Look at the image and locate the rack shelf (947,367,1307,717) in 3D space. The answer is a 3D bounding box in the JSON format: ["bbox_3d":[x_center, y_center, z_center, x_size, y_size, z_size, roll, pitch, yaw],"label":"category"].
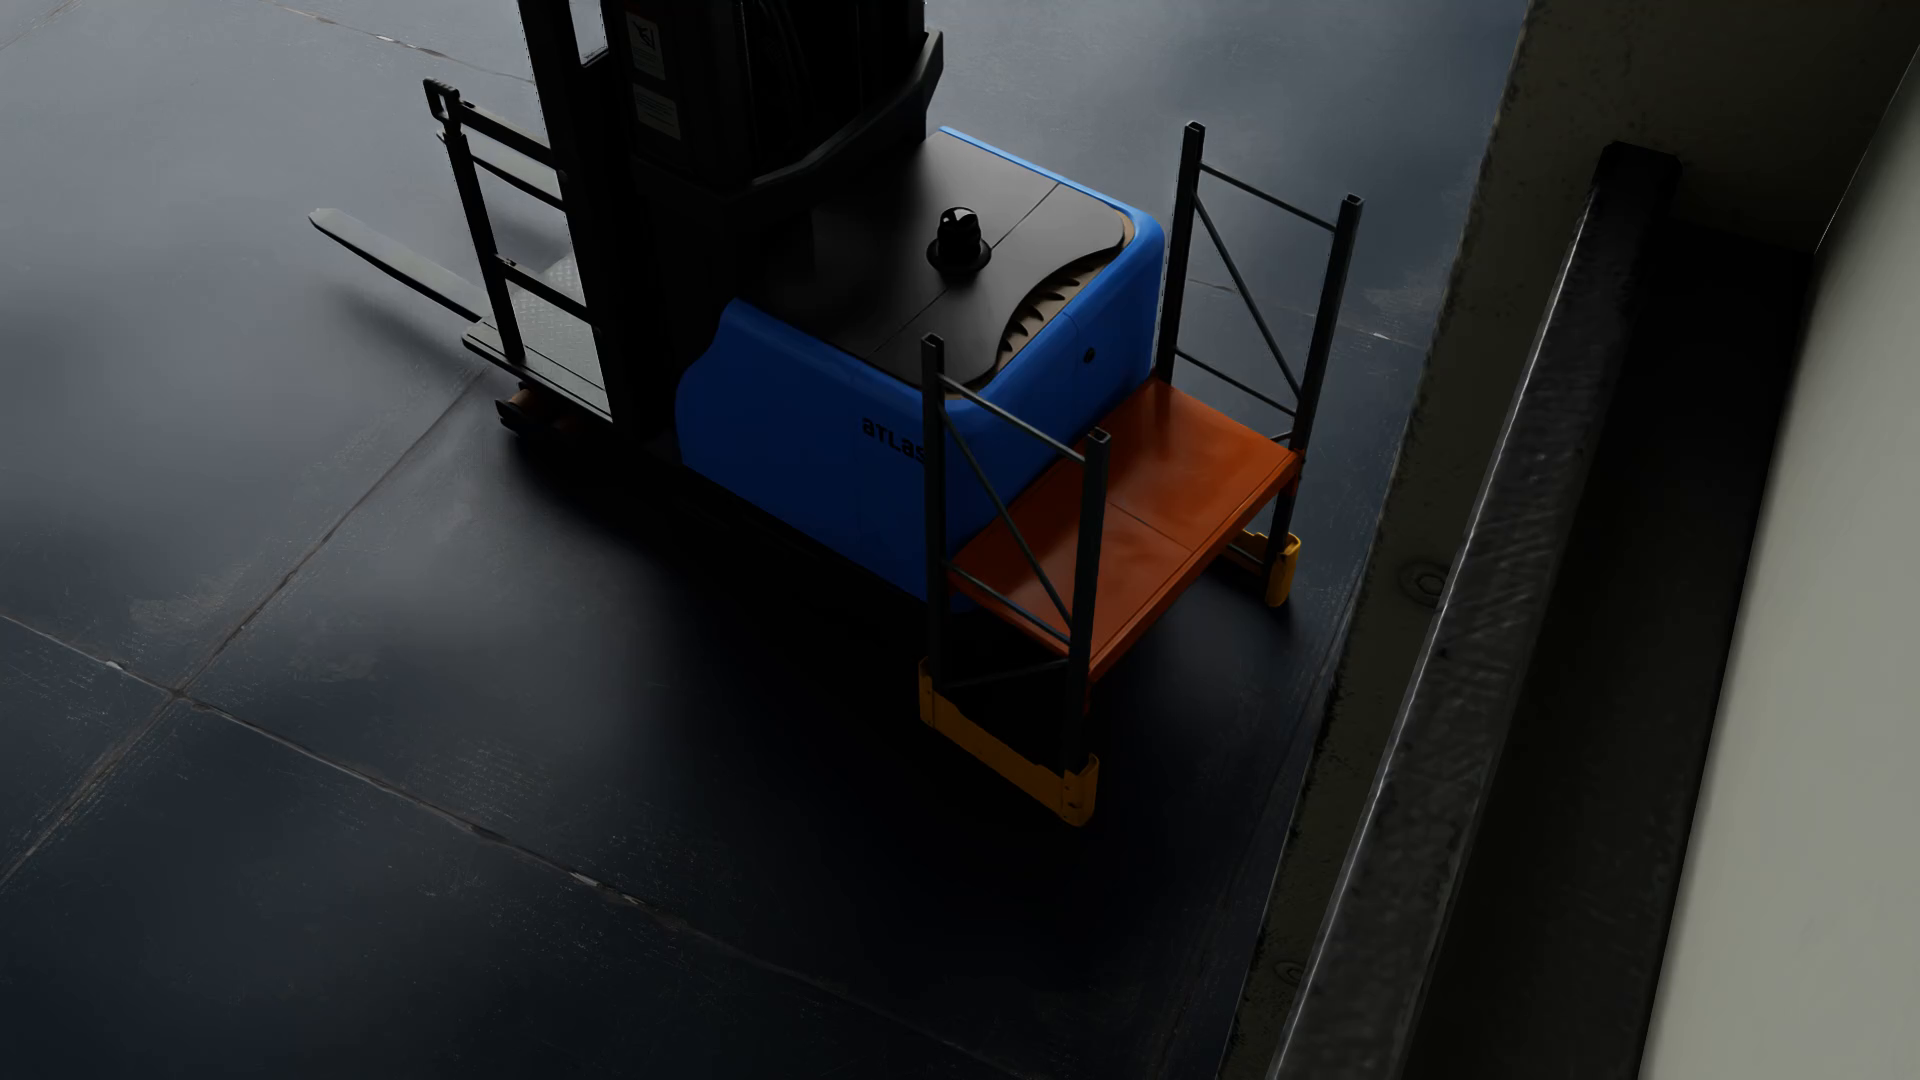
[{"bbox_3d":[0.440,-0.025,4.523,0.538,0.185,1.000,32,57,24],"label":"rack shelf"}]

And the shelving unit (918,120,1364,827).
[{"bbox_3d":[0.446,-0.147,4.390,0.587,1.500,1.083,32,57,24],"label":"shelving unit"}]

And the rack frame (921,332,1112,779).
[{"bbox_3d":[0.115,0.156,4.133,0.500,1.500,0.032,32,57,24],"label":"rack frame"}]

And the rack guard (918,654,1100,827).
[{"bbox_3d":[0.127,0.550,4.618,0.587,0.250,0.087,32,57,24],"label":"rack guard"}]

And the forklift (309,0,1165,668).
[{"bbox_3d":[-0.908,-1.495,4.598,3.031,2.935,1.130,29,55,22],"label":"forklift"}]

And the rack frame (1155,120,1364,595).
[{"bbox_3d":[0.765,-0.440,4.639,0.500,1.500,0.032,32,57,24],"label":"rack frame"}]

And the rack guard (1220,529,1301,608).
[{"bbox_3d":[0.764,-0.034,5.115,0.587,0.250,0.087,32,57,24],"label":"rack guard"}]
